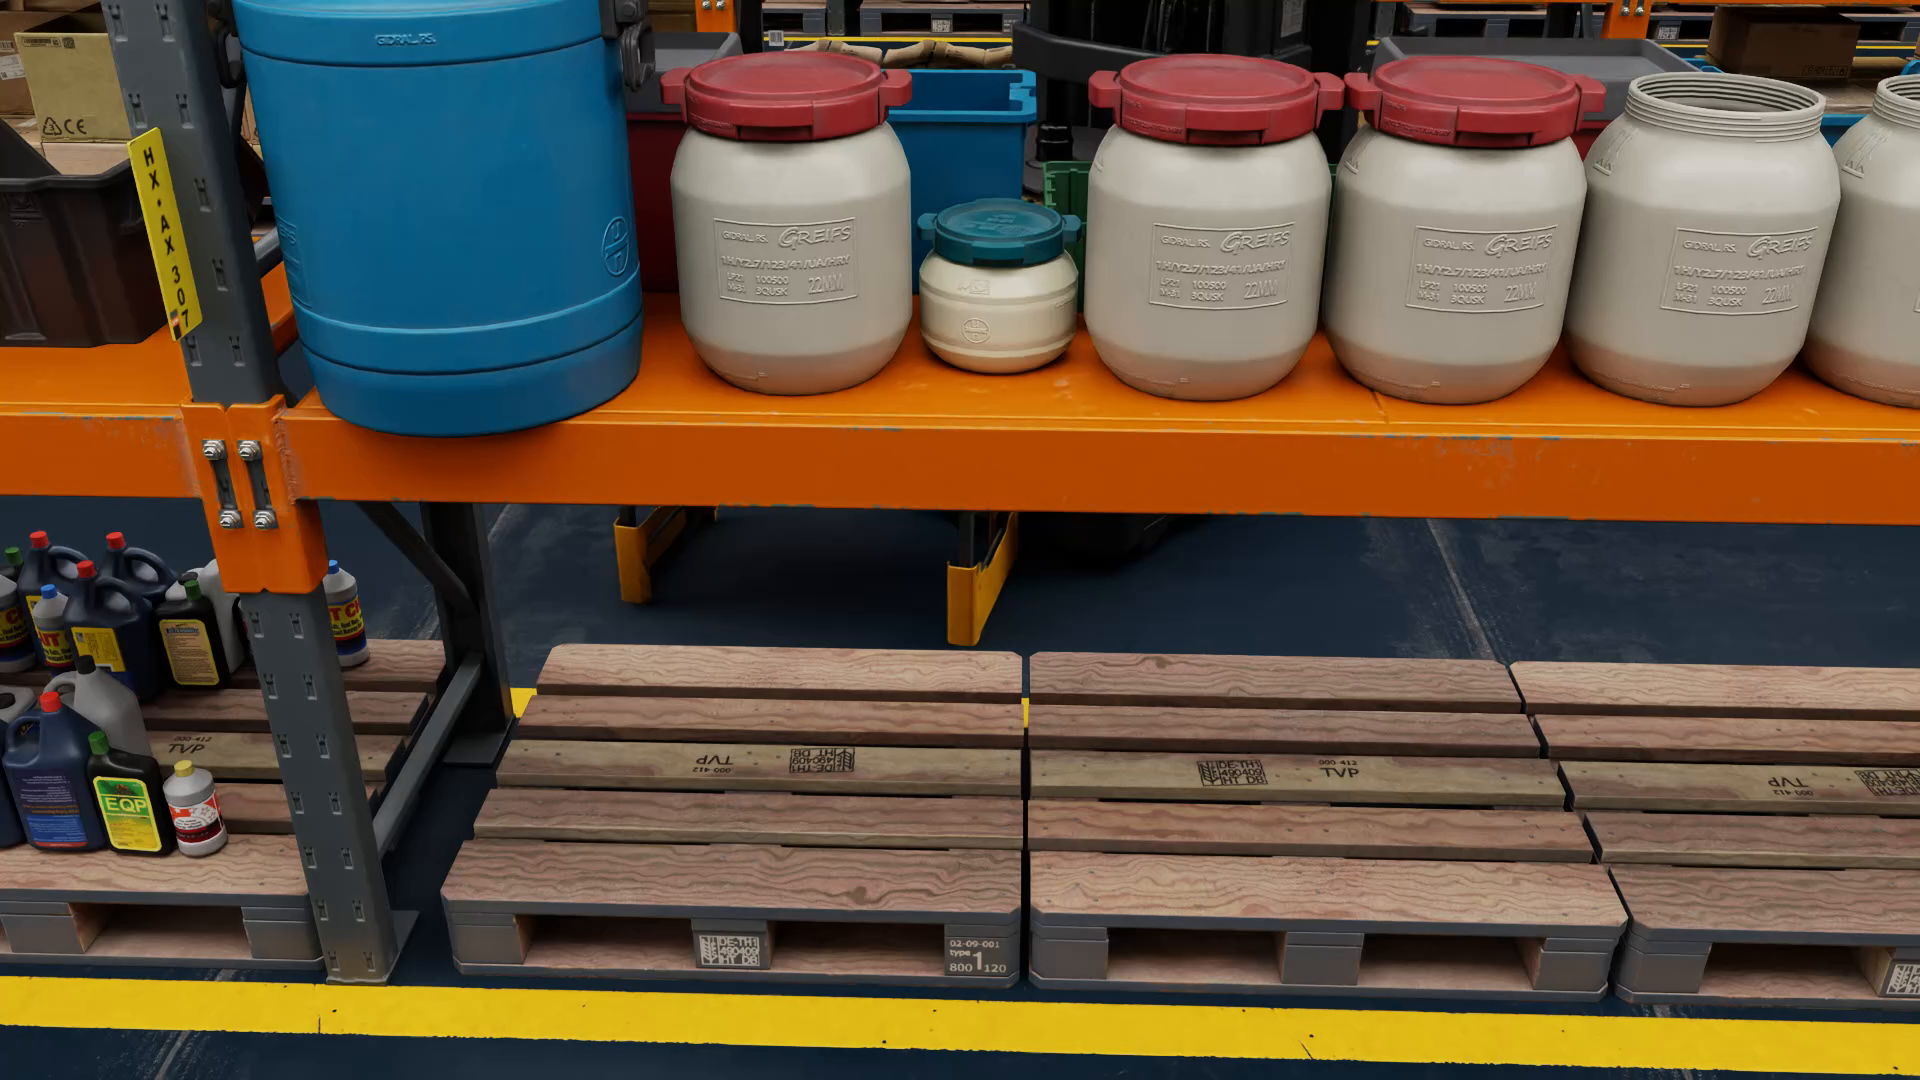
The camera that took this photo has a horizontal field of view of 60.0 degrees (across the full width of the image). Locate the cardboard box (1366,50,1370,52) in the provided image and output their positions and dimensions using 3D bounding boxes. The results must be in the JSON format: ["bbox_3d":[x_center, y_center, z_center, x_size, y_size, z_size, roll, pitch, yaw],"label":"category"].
[{"bbox_3d":[1.892,-2.246,8.172,0.500,0.311,0.500,0,28,1],"label":"cardboard box"}]

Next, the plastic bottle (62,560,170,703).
[{"bbox_3d":[-2.043,0.212,4.006,0.185,0.351,0.144,1,28,2],"label":"plastic bottle"}]

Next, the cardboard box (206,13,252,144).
[{"bbox_3d":[-3.537,-2.188,7.862,0.500,0.500,0.500,1,28,2],"label":"cardboard box"}]

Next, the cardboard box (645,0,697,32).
[{"bbox_3d":[-1.520,-2.399,8.259,0.500,0.500,0.500,1,28,2],"label":"cardboard box"}]

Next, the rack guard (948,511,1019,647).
[{"bbox_3d":[0.072,0.056,4.878,0.087,0.250,0.587,7,29,12],"label":"rack guard"}]

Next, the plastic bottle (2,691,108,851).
[{"bbox_3d":[-1.900,0.476,3.508,0.185,0.351,0.144,0,28,0],"label":"plastic bottle"}]

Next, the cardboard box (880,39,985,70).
[{"bbox_3d":[-0.132,-2.283,8.242,0.500,0.311,0.500,2,28,3],"label":"cardboard box"}]

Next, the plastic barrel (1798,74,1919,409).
[{"bbox_3d":[1.716,-0.524,2.917,0.421,0.512,0.421,0,28,0],"label":"plastic barrel"}]

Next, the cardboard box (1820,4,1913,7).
[{"bbox_3d":[6.444,-4.315,12.034,0.750,0.750,0.750,1,28,2],"label":"cardboard box"}]

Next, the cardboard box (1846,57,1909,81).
[{"bbox_3d":[4.390,-2.052,8.118,0.500,0.500,0.500,0,28,0],"label":"cardboard box"}]

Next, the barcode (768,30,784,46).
[{"bbox_3d":[-0.827,-2.258,7.480,0.075,0.075,0.001,1,28,2],"label":"barcode"}]

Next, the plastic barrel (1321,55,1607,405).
[{"bbox_3d":[0.868,-0.546,2.933,0.433,0.535,0.433,0,28,0],"label":"plastic barrel"}]

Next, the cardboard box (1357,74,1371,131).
[{"bbox_3d":[1.878,-1.994,7.697,0.500,0.311,0.500,1,28,1],"label":"cardboard box"}]

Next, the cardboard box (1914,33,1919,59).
[{"bbox_3d":[4.952,-2.378,7.932,0.500,0.250,0.500,0,28,1],"label":"cardboard box"}]

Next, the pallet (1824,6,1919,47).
[{"bbox_3d":[6.325,-3.874,12.334,1.213,0.211,1.003,1,28,2],"label":"pallet"}]

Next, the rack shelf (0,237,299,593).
[{"bbox_3d":[-3.245,-0.339,3.455,4.000,0.370,1.077,1,28,2],"label":"rack shelf"}]

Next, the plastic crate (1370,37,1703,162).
[{"bbox_3d":[1.147,-0.756,3.405,0.583,0.464,0.402,1,28,2],"label":"plastic crate"}]

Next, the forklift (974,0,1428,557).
[{"bbox_3d":[0.990,-1.864,5.637,1.130,2.935,3.031,21,34,34],"label":"forklift"}]

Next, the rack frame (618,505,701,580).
[{"bbox_3d":[-0.912,-0.613,4.804,0.032,1.500,0.500,7,29,12],"label":"rack frame"}]

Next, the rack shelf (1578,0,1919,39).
[{"bbox_3d":[4.929,-2.526,7.580,4.000,0.370,1.077,1,28,2],"label":"rack shelf"}]

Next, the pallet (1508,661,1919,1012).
[{"bbox_3d":[1.979,0.643,3.811,1.213,0.211,1.003,1,28,2],"label":"pallet"}]

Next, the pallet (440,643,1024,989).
[{"bbox_3d":[-0.460,0.603,3.888,1.213,0.211,1.003,1,28,2],"label":"pallet"}]

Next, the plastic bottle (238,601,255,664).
[{"bbox_3d":[-1.752,0.204,4.180,0.097,0.201,0.097,0,28,0],"label":"plastic bottle"}]

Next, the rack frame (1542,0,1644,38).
[{"bbox_3d":[2.930,-2.876,7.474,0.127,3.000,1.000,1,28,2],"label":"rack frame"}]

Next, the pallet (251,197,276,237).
[{"bbox_3d":[-3.083,-1.762,8.349,1.213,0.211,1.003,1,28,2],"label":"pallet"}]

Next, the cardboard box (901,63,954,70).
[{"bbox_3d":[-0.163,-2.027,7.759,0.500,0.311,0.500,1,28,1],"label":"cardboard box"}]

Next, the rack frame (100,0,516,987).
[{"bbox_3d":[-1.246,-0.624,3.225,0.127,3.000,1.000,1,28,2],"label":"rack frame"}]

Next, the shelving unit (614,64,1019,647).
[{"bbox_3d":[-0.411,-0.554,4.693,1.083,1.500,0.587,7,29,12],"label":"shelving unit"}]

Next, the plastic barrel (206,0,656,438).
[{"bbox_3d":[-0.871,-0.697,2.828,0.708,0.901,0.600,1,28,2],"label":"plastic barrel"}]

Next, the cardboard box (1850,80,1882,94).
[{"bbox_3d":[4.399,-1.808,7.658,0.500,0.500,0.500,1,28,1],"label":"cardboard box"}]

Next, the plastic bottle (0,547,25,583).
[{"bbox_3d":[-2.390,0.149,4.197,0.133,0.283,0.061,2,28,4],"label":"plastic bottle"}]

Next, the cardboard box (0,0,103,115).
[{"bbox_3d":[-4.519,-2.441,8.339,0.500,0.500,0.500,1,28,2],"label":"cardboard box"}]

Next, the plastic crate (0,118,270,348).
[{"bbox_3d":[-1.765,-0.665,3.368,0.504,0.338,0.767,1,28,2],"label":"plastic crate"}]

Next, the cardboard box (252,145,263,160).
[{"bbox_3d":[-3.038,-1.841,8.007,0.500,0.250,0.500,1,28,2],"label":"cardboard box"}]

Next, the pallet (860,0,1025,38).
[{"bbox_3d":[-0.118,-4.017,12.603,1.213,0.211,1.003,1,28,2],"label":"pallet"}]

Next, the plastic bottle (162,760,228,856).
[{"bbox_3d":[-1.620,0.558,3.513,0.097,0.201,0.097,0,28,0],"label":"plastic bottle"}]

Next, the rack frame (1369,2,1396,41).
[{"bbox_3d":[3.101,-5.195,11.848,0.127,3.000,1.000,1,28,2],"label":"rack frame"}]

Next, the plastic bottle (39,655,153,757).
[{"bbox_3d":[-1.895,0.409,3.635,0.185,0.351,0.144,1,28,2],"label":"plastic bottle"}]

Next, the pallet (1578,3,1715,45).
[{"bbox_3d":[5.102,-3.893,12.369,1.213,0.211,1.003,1,28,2],"label":"pallet"}]

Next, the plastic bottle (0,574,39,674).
[{"bbox_3d":[-2.375,0.191,4.130,0.097,0.271,0.097,0,28,0],"label":"plastic bottle"}]

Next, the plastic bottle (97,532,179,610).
[{"bbox_3d":[-2.038,0.144,4.134,0.185,0.351,0.144,2,28,3],"label":"plastic bottle"}]

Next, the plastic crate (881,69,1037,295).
[{"bbox_3d":[-0.133,-0.744,3.469,0.575,0.384,0.392,1,28,2],"label":"plastic crate"}]

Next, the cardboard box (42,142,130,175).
[{"bbox_3d":[-4.037,-1.860,8.043,0.500,0.250,0.500,1,28,2],"label":"cardboard box"}]

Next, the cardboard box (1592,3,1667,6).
[{"bbox_3d":[4.707,-4.340,12.081,0.750,0.750,0.750,1,28,2],"label":"cardboard box"}]

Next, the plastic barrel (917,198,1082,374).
[{"bbox_3d":[0.071,-0.469,3.080,0.301,0.262,0.301,0,28,0],"label":"plastic barrel"}]

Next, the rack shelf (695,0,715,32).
[{"bbox_3d":[-3.066,-2.658,7.829,4.000,0.370,1.077,1,28,2],"label":"rack shelf"}]
